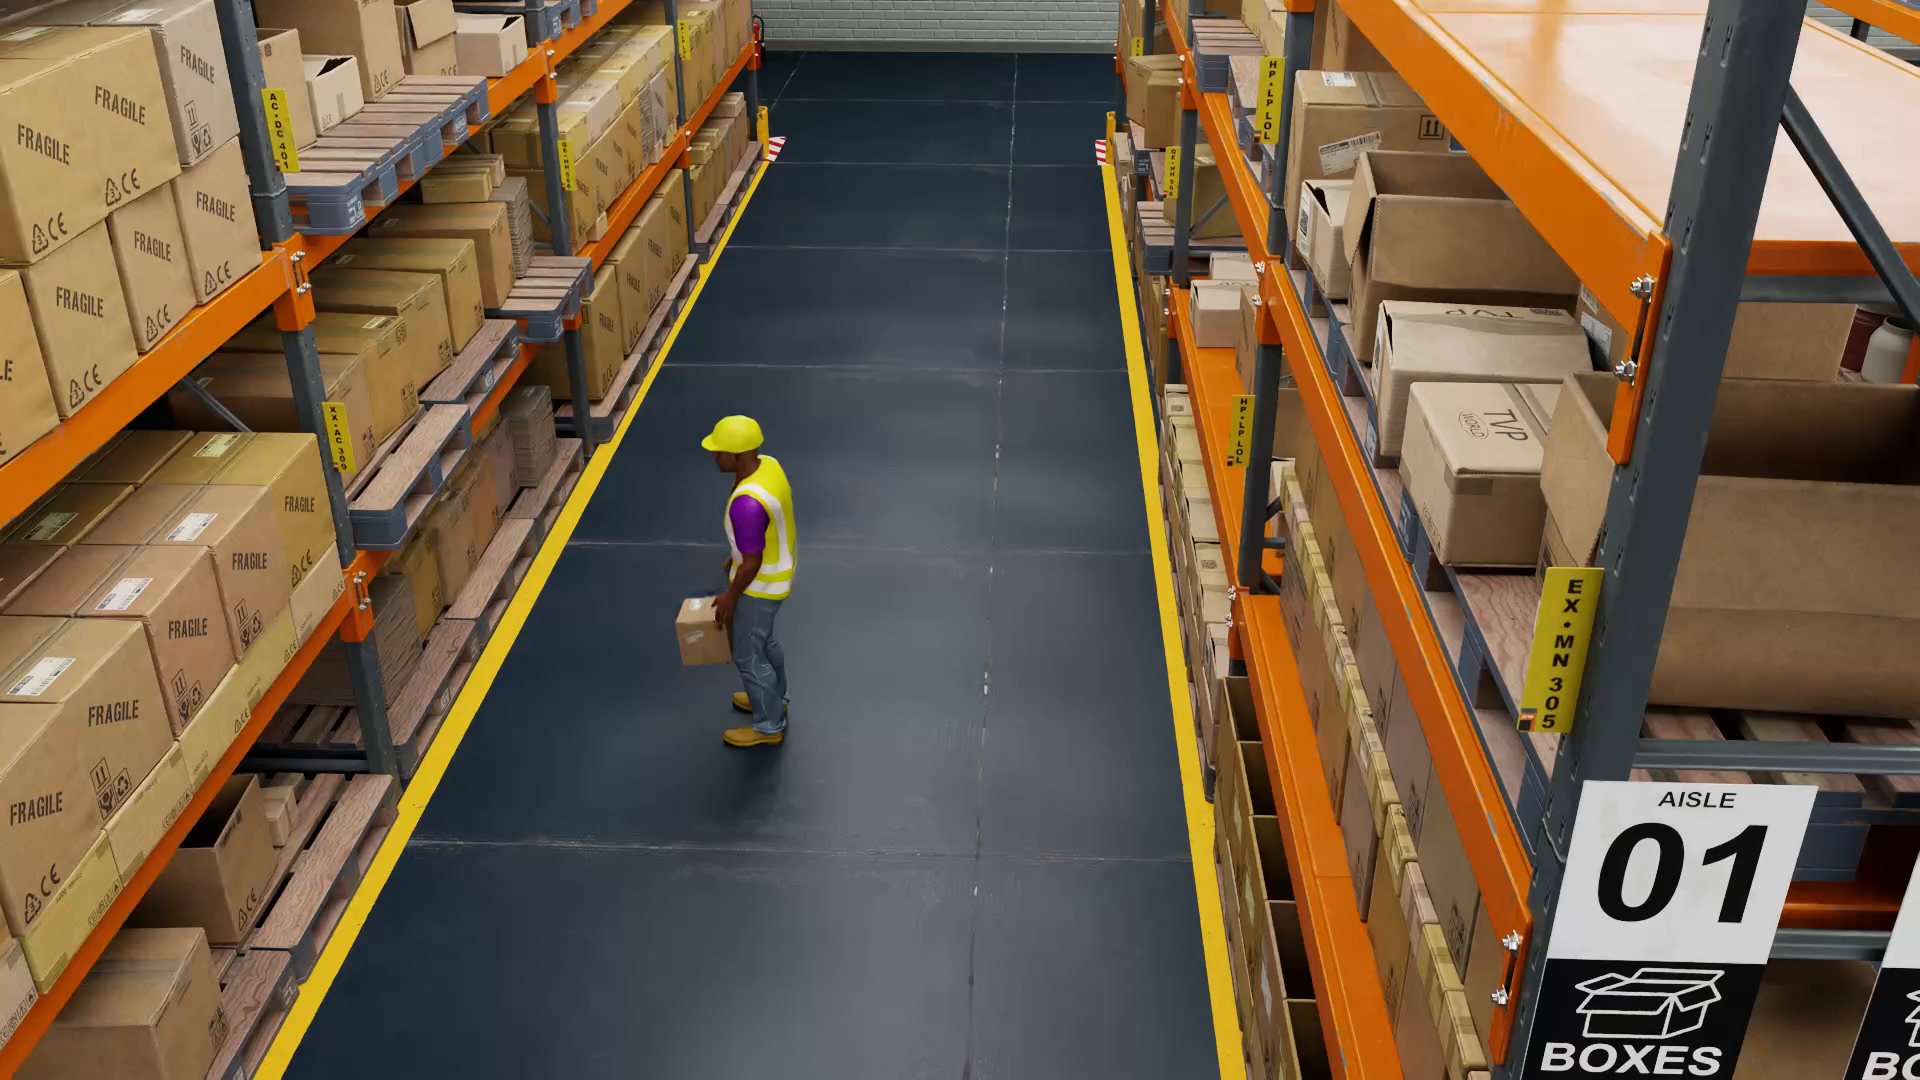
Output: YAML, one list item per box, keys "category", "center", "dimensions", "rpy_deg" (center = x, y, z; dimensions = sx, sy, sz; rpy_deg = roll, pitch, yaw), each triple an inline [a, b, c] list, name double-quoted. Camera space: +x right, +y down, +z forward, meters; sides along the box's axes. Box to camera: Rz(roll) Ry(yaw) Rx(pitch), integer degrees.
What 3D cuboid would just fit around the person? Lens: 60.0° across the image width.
- category: "person"
  center: [-1.014, 0.195, 8.226]
  dimensions: [0.414, 1.766, 0.586]
  rpy_deg: [1, 28, 2]
